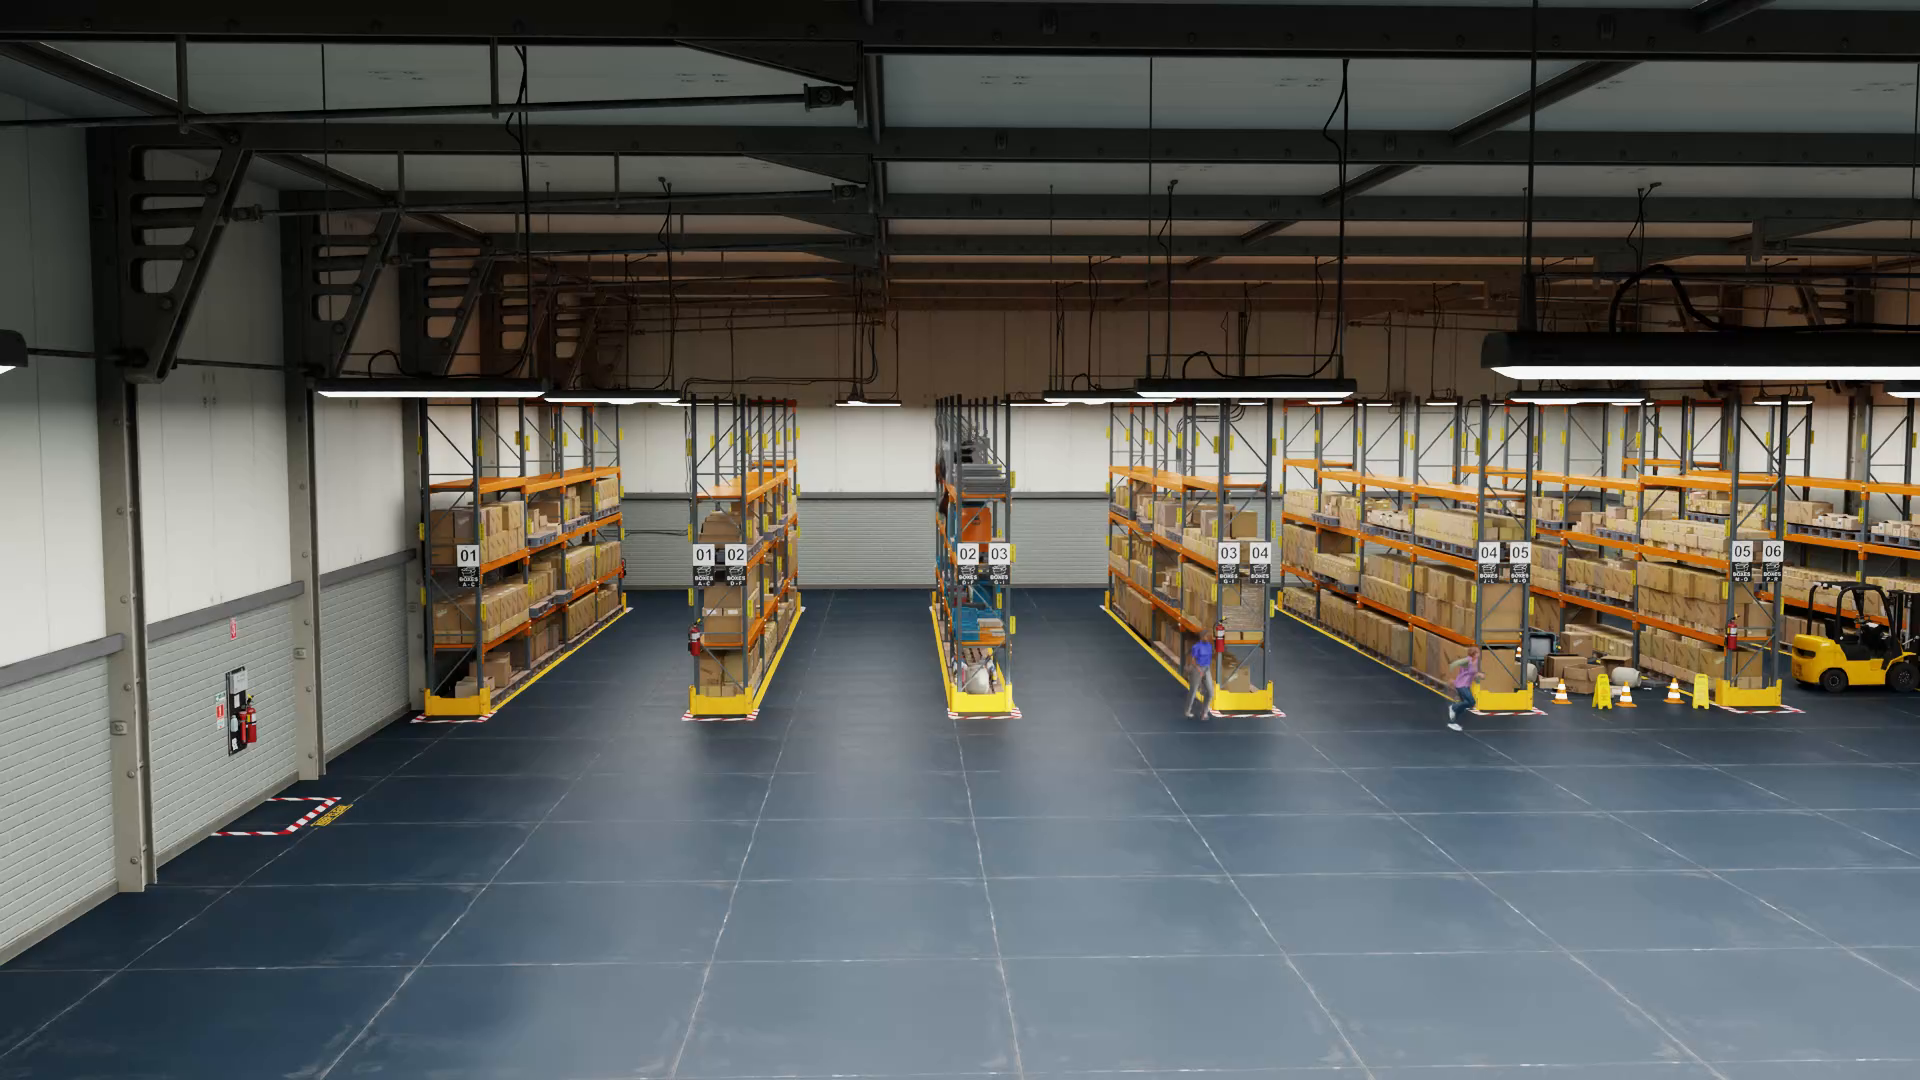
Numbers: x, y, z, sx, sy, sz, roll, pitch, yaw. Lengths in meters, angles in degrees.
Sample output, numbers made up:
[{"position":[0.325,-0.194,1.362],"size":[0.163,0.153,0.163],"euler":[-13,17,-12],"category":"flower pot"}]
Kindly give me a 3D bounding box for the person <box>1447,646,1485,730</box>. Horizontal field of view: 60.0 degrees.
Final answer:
[{"position":[9.025,2.638,29.629],"size":[0.674,1.526,0.525],"euler":[4,6,41],"category":"person"}]

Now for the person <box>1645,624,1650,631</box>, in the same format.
[{"position":[17.582,1.596,42.047],"size":[0.552,1.698,0.801],"euler":[-1,5,-8],"category":"person"}]

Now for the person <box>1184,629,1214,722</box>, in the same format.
[{"position":[4.472,2.497,30.603],"size":[0.553,1.733,0.614],"euler":[-2,5,-26],"category":"person"}]
